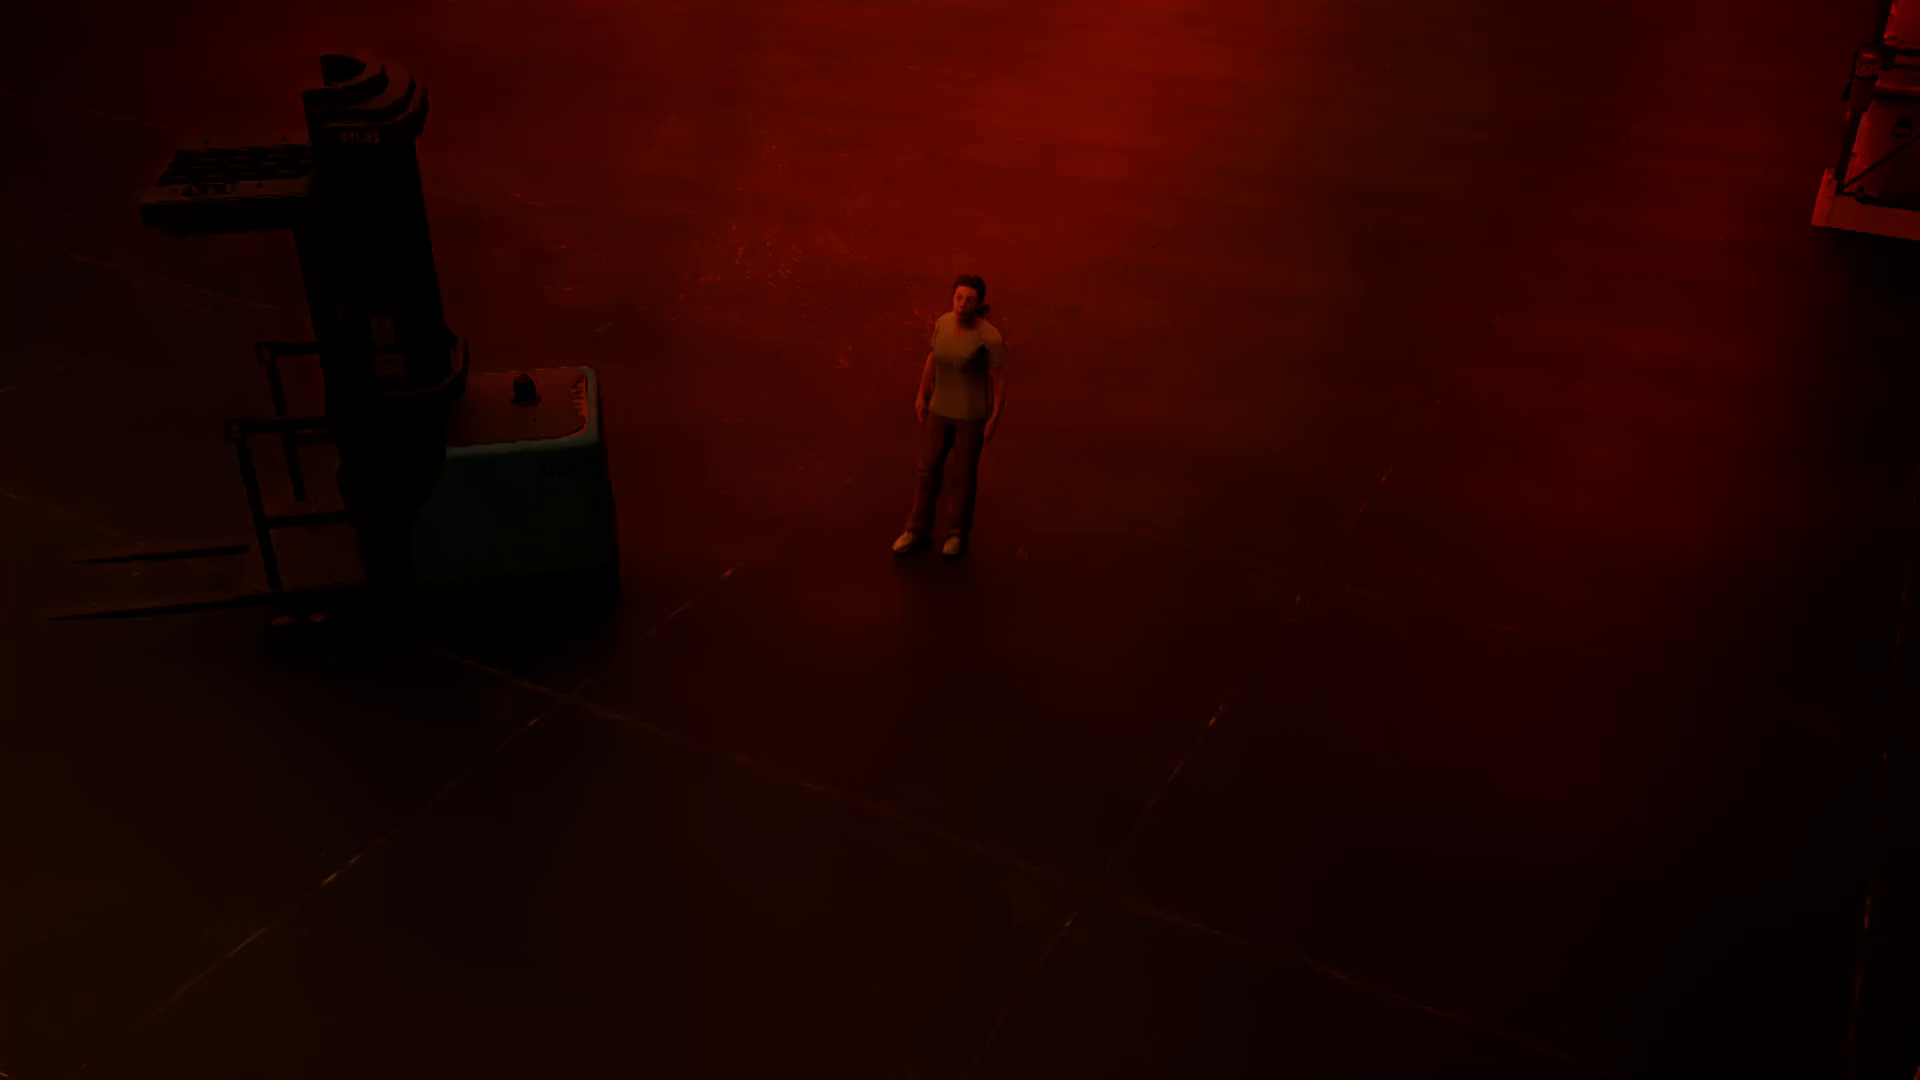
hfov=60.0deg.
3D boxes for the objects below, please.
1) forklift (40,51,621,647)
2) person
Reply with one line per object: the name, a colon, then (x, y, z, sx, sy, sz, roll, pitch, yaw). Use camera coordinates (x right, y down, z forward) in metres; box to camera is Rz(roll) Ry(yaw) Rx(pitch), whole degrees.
forklift: (-3.478, -0.977, 8.763, 3.031, 2.935, 1.130, -6, 30, -10)
person: (-0.051, -0.697, 9.521, 0.554, 1.673, 0.526, 15, 33, 25)
